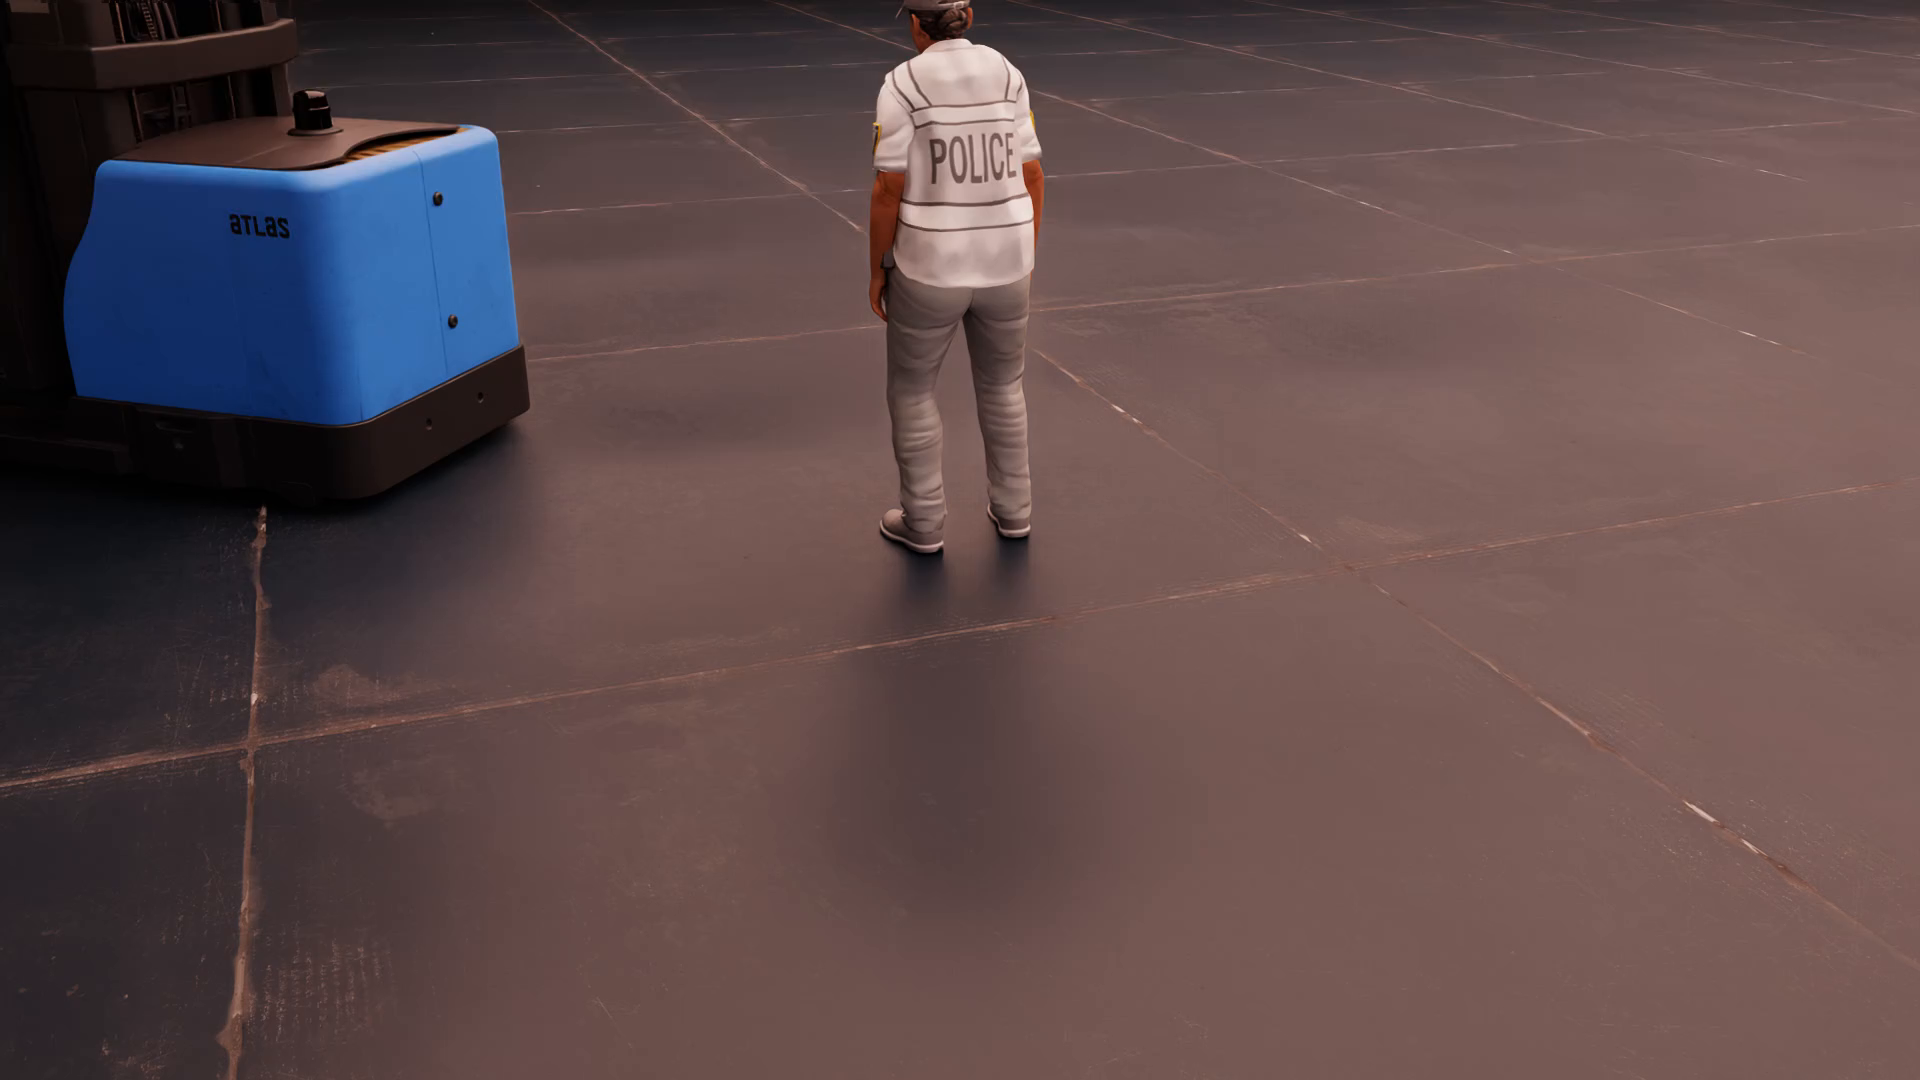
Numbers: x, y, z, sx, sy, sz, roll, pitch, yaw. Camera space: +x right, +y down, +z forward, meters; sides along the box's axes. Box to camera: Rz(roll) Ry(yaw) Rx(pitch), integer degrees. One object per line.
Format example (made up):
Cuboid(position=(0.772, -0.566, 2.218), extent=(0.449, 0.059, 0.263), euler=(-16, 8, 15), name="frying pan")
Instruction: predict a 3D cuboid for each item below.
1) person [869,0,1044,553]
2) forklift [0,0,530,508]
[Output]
Cuboid(position=(-0.014, -0.783, 4.797), extent=(0.546, 1.666, 0.466), euler=(-9, 24, -20), name="person")
Cuboid(position=(-3.134, -1.774, 5.516), extent=(3.031, 2.935, 1.130), euler=(7, 24, 16), name="forklift")
